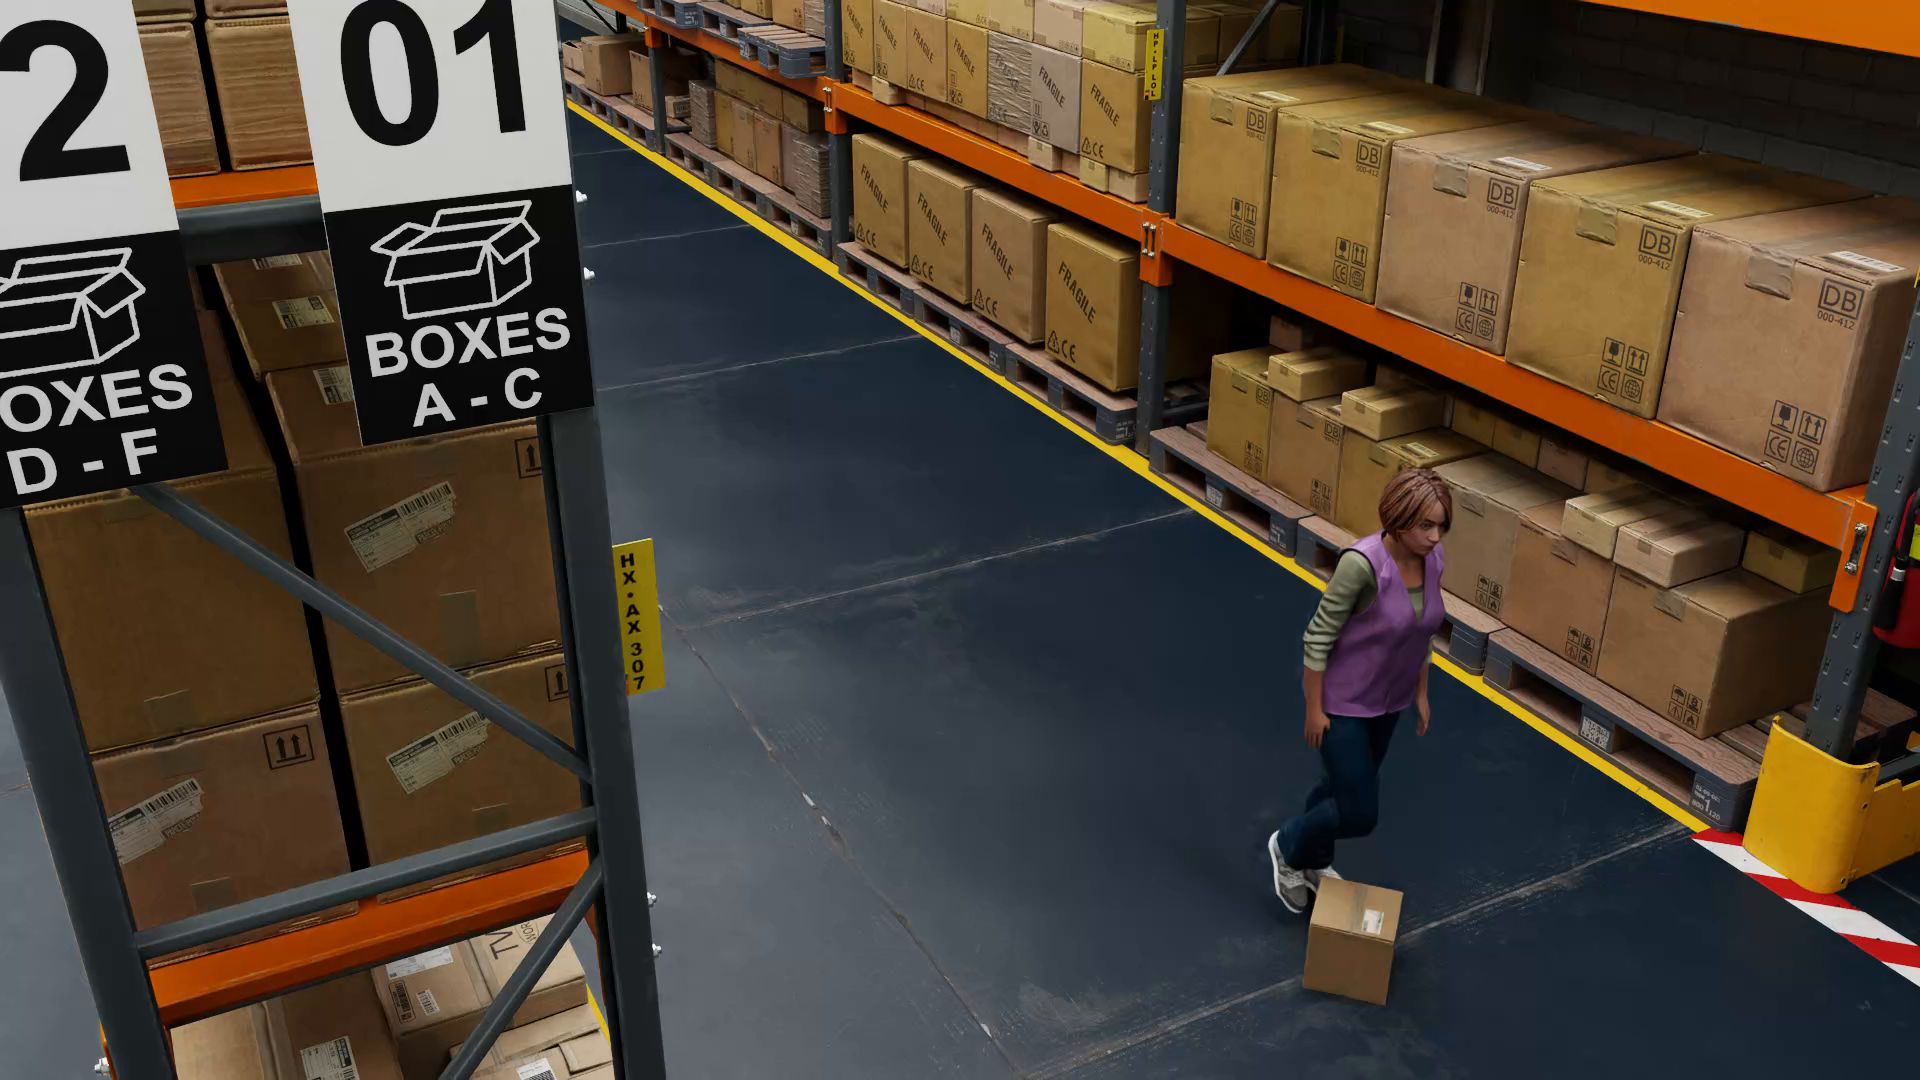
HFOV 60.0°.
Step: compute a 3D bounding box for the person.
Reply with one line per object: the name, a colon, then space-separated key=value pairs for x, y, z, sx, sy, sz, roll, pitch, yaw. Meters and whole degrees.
person: x=1.210 y=0.487 z=5.076 sx=0.450 sy=1.583 sz=0.456 roll=-17 pitch=31 yaw=-31
